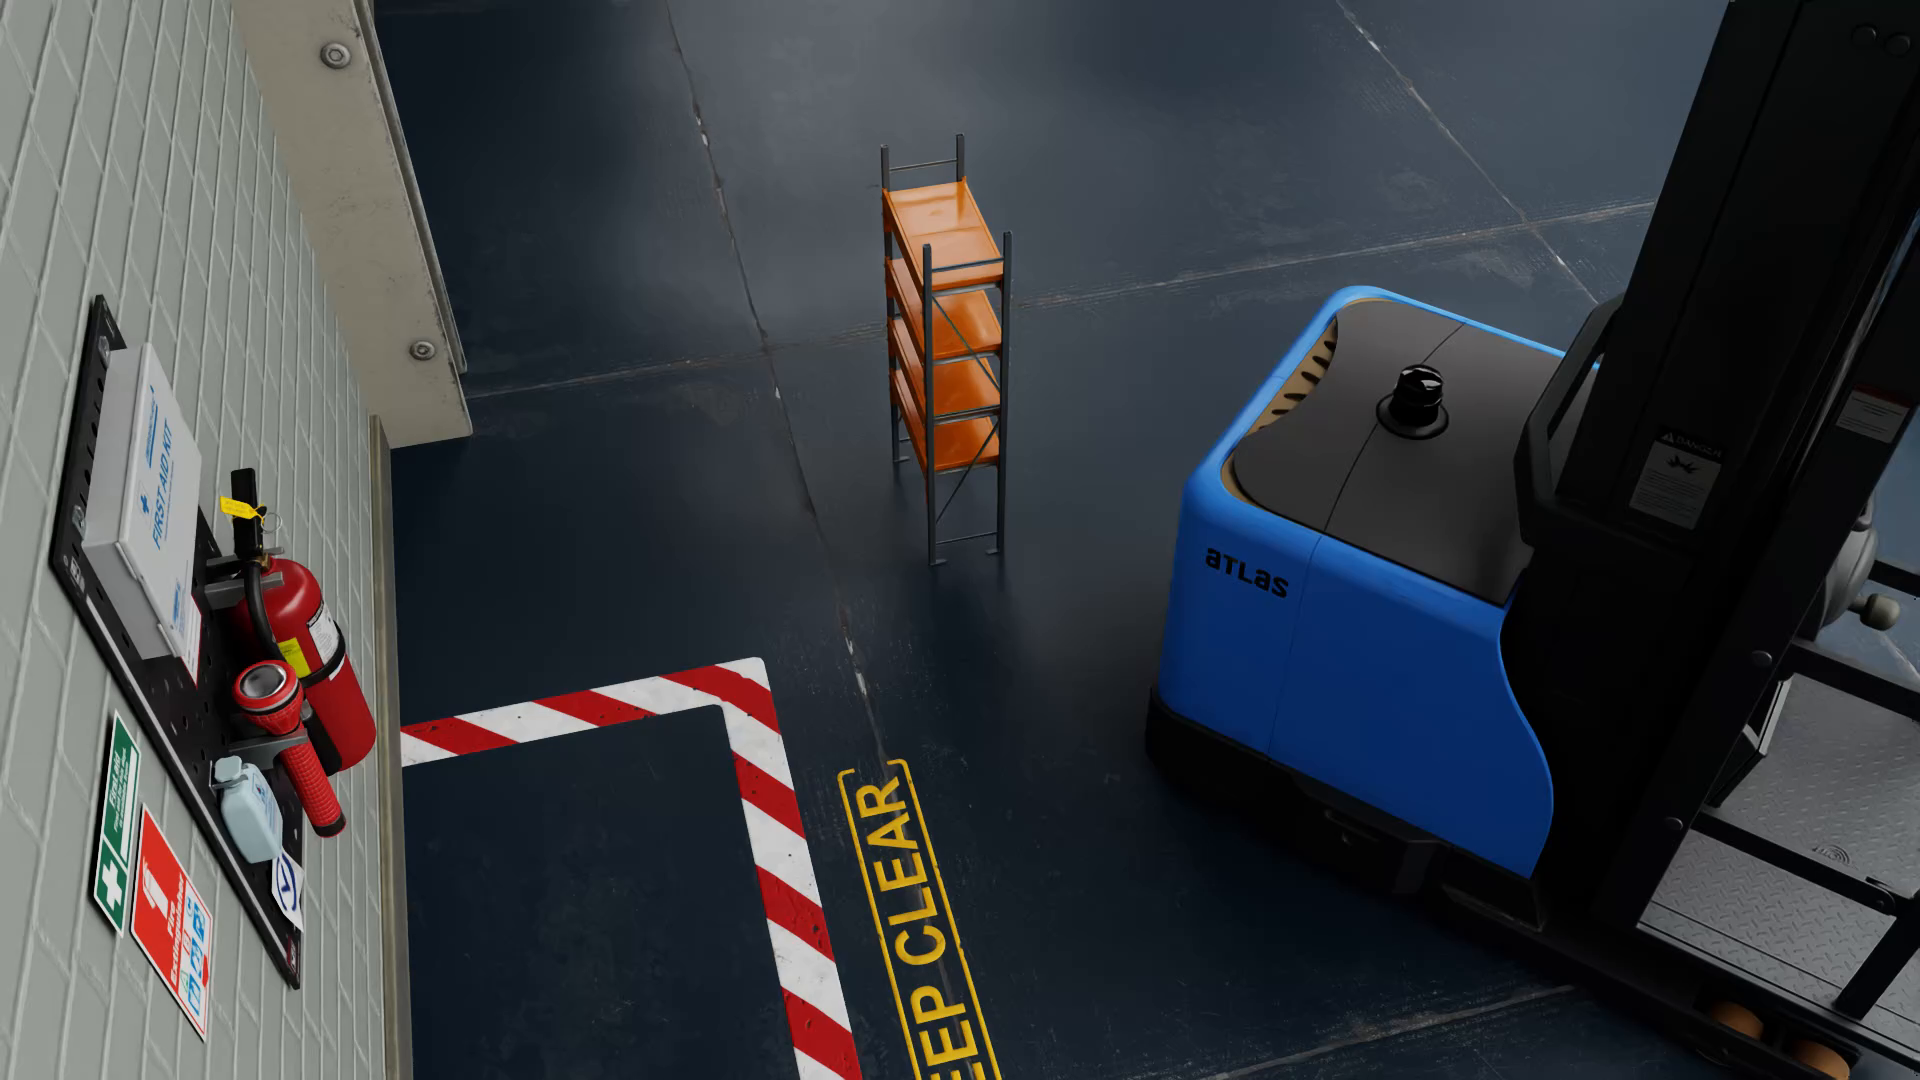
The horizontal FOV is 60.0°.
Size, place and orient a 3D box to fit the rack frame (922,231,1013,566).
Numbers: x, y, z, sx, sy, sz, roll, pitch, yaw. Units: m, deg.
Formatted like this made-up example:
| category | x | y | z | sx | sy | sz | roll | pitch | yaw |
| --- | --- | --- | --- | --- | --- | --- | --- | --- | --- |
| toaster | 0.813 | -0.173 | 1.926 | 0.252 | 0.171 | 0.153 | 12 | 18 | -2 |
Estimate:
| category | x | y | z | sx | sy | sz | roll | pitch | yaw |
| --- | --- | --- | --- | --- | --- | --- | --- | --- | --- |
| rack frame | 0.020 | -0.366 | 4.768 | 0.240 | 1.200 | 0.015 | -11 | 47 | -10 |

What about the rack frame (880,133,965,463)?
| category | x | y | z | sx | sy | sz | roll | pitch | yaw |
| --- | --- | --- | --- | --- | --- | --- | --- | --- | --- |
| rack frame | -0.105 | -0.703 | 5.099 | 0.240 | 1.200 | 0.015 | -11 | 47 | -10 |

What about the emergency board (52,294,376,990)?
| category | x | y | z | sx | sy | sz | roll | pitch | yaw |
| --- | --- | --- | --- | --- | --- | --- | --- | --- | --- |
| emergency board | -1.245 | 0.200 | 2.953 | 0.194 | 1.169 | 0.643 | -11 | 47 | -10 |

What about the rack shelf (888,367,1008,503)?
| category | x | y | z | sx | sy | sz | roll | pitch | yaw |
| --- | --- | --- | --- | --- | --- | --- | --- | --- | --- |
| rack shelf | -0.042 | -0.348 | 5.123 | 0.258 | 0.148 | 0.480 | -11 | 47 | -10 |

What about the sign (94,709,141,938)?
| category | x | y | z | sx | sy | sz | roll | pitch | yaw |
| --- | --- | --- | --- | --- | --- | --- | --- | --- | --- |
| sign | -1.195 | 0.398 | 2.364 | 0.001 | 0.109 | 0.331 | -11 | 47 | -10 |

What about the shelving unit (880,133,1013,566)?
| category | x | y | z | sx | sy | sz | roll | pitch | yaw |
| --- | --- | --- | --- | --- | --- | --- | --- | --- | --- |
| shelving unit | -0.042 | -0.534 | 4.933 | 0.258 | 1.200 | 0.503 | -11 | 47 | -10 |

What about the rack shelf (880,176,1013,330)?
| category | x | y | z | sx | sy | sz | roll | pitch | yaw |
| --- | --- | --- | --- | --- | --- | --- | --- | --- | --- |
| rack shelf | -0.042 | -0.809 | 4.653 | 0.258 | 0.148 | 0.480 | -11 | 47 | -10 |

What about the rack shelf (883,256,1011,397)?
| category | x | y | z | sx | sy | sz | roll | pitch | yaw |
| --- | --- | --- | --- | --- | --- | --- | --- | --- | --- |
| rack shelf | -0.042 | -0.644 | 4.822 | 0.258 | 0.148 | 0.480 | -11 | 47 | -10 |

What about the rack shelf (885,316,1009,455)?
| category | x | y | z | sx | sy | sz | roll | pitch | yaw |
| --- | --- | --- | --- | --- | --- | --- | --- | --- | --- |
| rack shelf | -0.042 | -0.487 | 4.982 | 0.258 | 0.148 | 0.480 | -11 | 47 | -10 |

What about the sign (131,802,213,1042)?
| category | x | y | z | sx | sy | sz | roll | pitch | yaw |
| --- | --- | --- | --- | --- | --- | --- | --- | --- | --- |
| sign | -1.203 | 0.588 | 2.548 | 0.001 | 0.329 | 0.234 | -11 | 47 | -10 |

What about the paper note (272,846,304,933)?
| category | x | y | z | sx | sy | sz | roll | pitch | yaw |
| --- | --- | --- | --- | --- | --- | --- | --- | --- | --- |
| paper note | -1.266 | 0.643 | 3.136 | 0.016 | 0.148 | 0.142 | -11 | 47 | -10 |

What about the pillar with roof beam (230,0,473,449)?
| category | x | y | z | sx | sy | sz | roll | pitch | yaw |
| --- | --- | --- | --- | --- | --- | --- | --- | --- | --- |
| pillar with roof beam | 2.321 | -4.400 | 3.261 | 9.100 | 9.000 | 0.400 | -11 | 47 | -10 |

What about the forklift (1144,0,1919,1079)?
| category | x | y | z | sx | sy | sz | roll | pitch | yaw |
| --- | --- | --- | --- | --- | --- | --- | --- | --- | --- |
| forklift | 2.029 | -0.124 | 3.319 | 3.031 | 2.935 | 1.130 | 24 | 50 | 22 |
